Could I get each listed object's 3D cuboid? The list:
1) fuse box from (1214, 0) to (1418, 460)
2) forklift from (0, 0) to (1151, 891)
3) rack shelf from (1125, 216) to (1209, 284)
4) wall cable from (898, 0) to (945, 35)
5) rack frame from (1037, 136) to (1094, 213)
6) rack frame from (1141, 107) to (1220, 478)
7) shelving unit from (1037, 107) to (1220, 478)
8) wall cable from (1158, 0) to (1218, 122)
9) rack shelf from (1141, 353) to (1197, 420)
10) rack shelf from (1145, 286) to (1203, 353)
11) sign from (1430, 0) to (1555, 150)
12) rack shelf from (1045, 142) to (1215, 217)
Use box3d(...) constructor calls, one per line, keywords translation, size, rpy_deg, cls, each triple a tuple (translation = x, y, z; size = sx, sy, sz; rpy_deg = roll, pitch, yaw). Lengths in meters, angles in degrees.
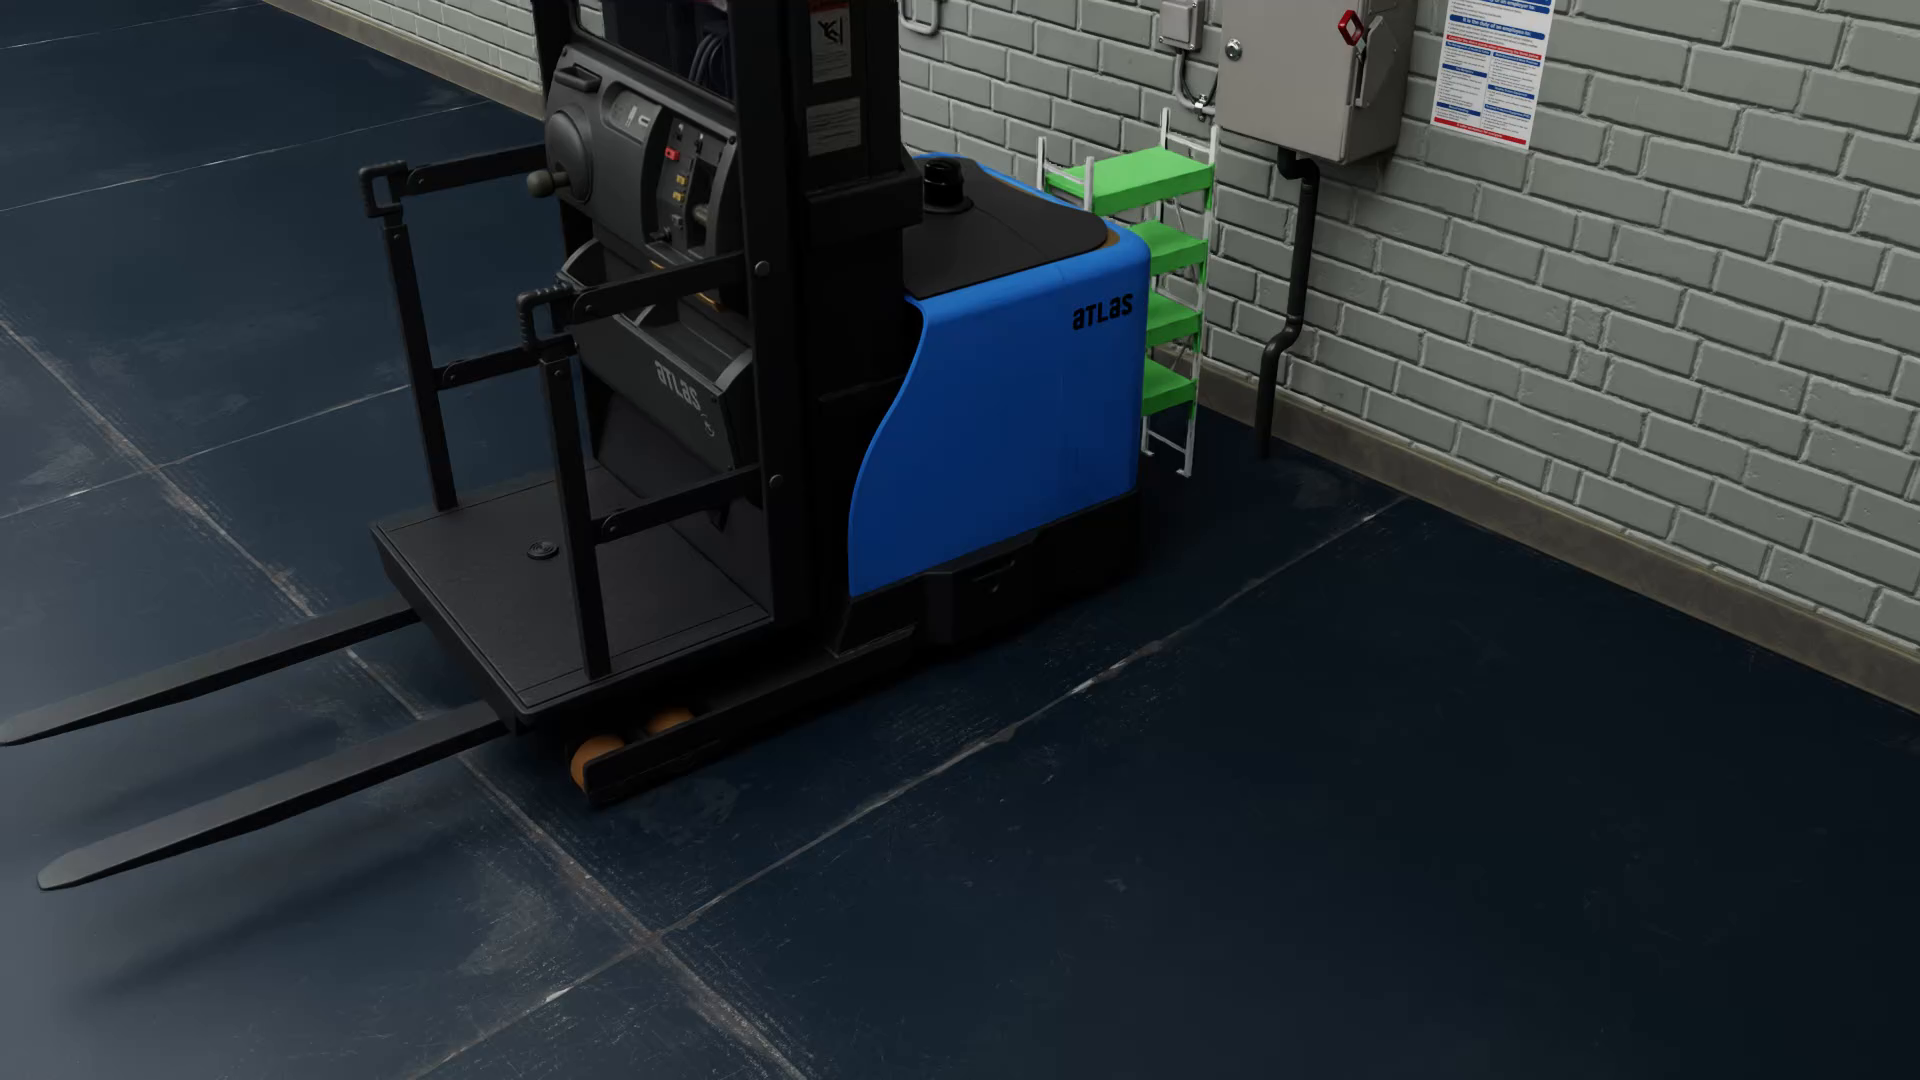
box3d(translation=(1.030, -0.998, 5.243), size=(0.414, 1.711, 0.539), rpy_deg=(-26, 40, -35), cls="fuse box")
box3d(translation=(-0.952, -0.908, 3.926), size=(3.031, 2.935, 1.130), rpy_deg=(-21, 37, -30), cls="forklift")
box3d(translation=(0.504, -0.849, 5.151), size=(0.480, 0.148, 0.258), rpy_deg=(-21, 37, -30), cls="rack shelf")
box3d(translation=(-0.292, -2.850, 6.032), size=(0.123, 1.953, 0.585), rpy_deg=(-26, 40, -35), cls="wall cable")
box3d(translation=(0.306, -0.624, 5.121), size=(0.015, 1.200, 0.240), rpy_deg=(-21, 37, -30), cls="rack frame")
box3d(translation=(0.702, -0.773, 5.365), size=(0.015, 1.200, 0.240), rpy_deg=(-21, 37, -30), cls="rack frame")
box3d(translation=(0.504, -0.699, 5.243), size=(0.503, 1.200, 0.258), rpy_deg=(-21, 37, -30), cls="shelving unit")
box3d(translation=(0.681, -2.298, 5.160), size=(0.122, 1.984, 0.588), rpy_deg=(-26, 40, -35), cls="wall cable")
box3d(translation=(0.504, -0.439, 5.401), size=(0.480, 0.148, 0.258), rpy_deg=(-21, 37, -30), cls="rack shelf")
box3d(translation=(0.504, -0.644, 5.276), size=(0.480, 0.148, 0.258), rpy_deg=(-21, 37, -30), cls="rack shelf")
box3d(translation=(1.517, -1.392, 4.742), size=(0.001, 0.494, 0.329), rpy_deg=(-26, 40, -35), cls="sign")
box3d(translation=(0.504, -1.054, 5.025), size=(0.480, 0.148, 0.258), rpy_deg=(-21, 37, -30), cls="rack shelf")
